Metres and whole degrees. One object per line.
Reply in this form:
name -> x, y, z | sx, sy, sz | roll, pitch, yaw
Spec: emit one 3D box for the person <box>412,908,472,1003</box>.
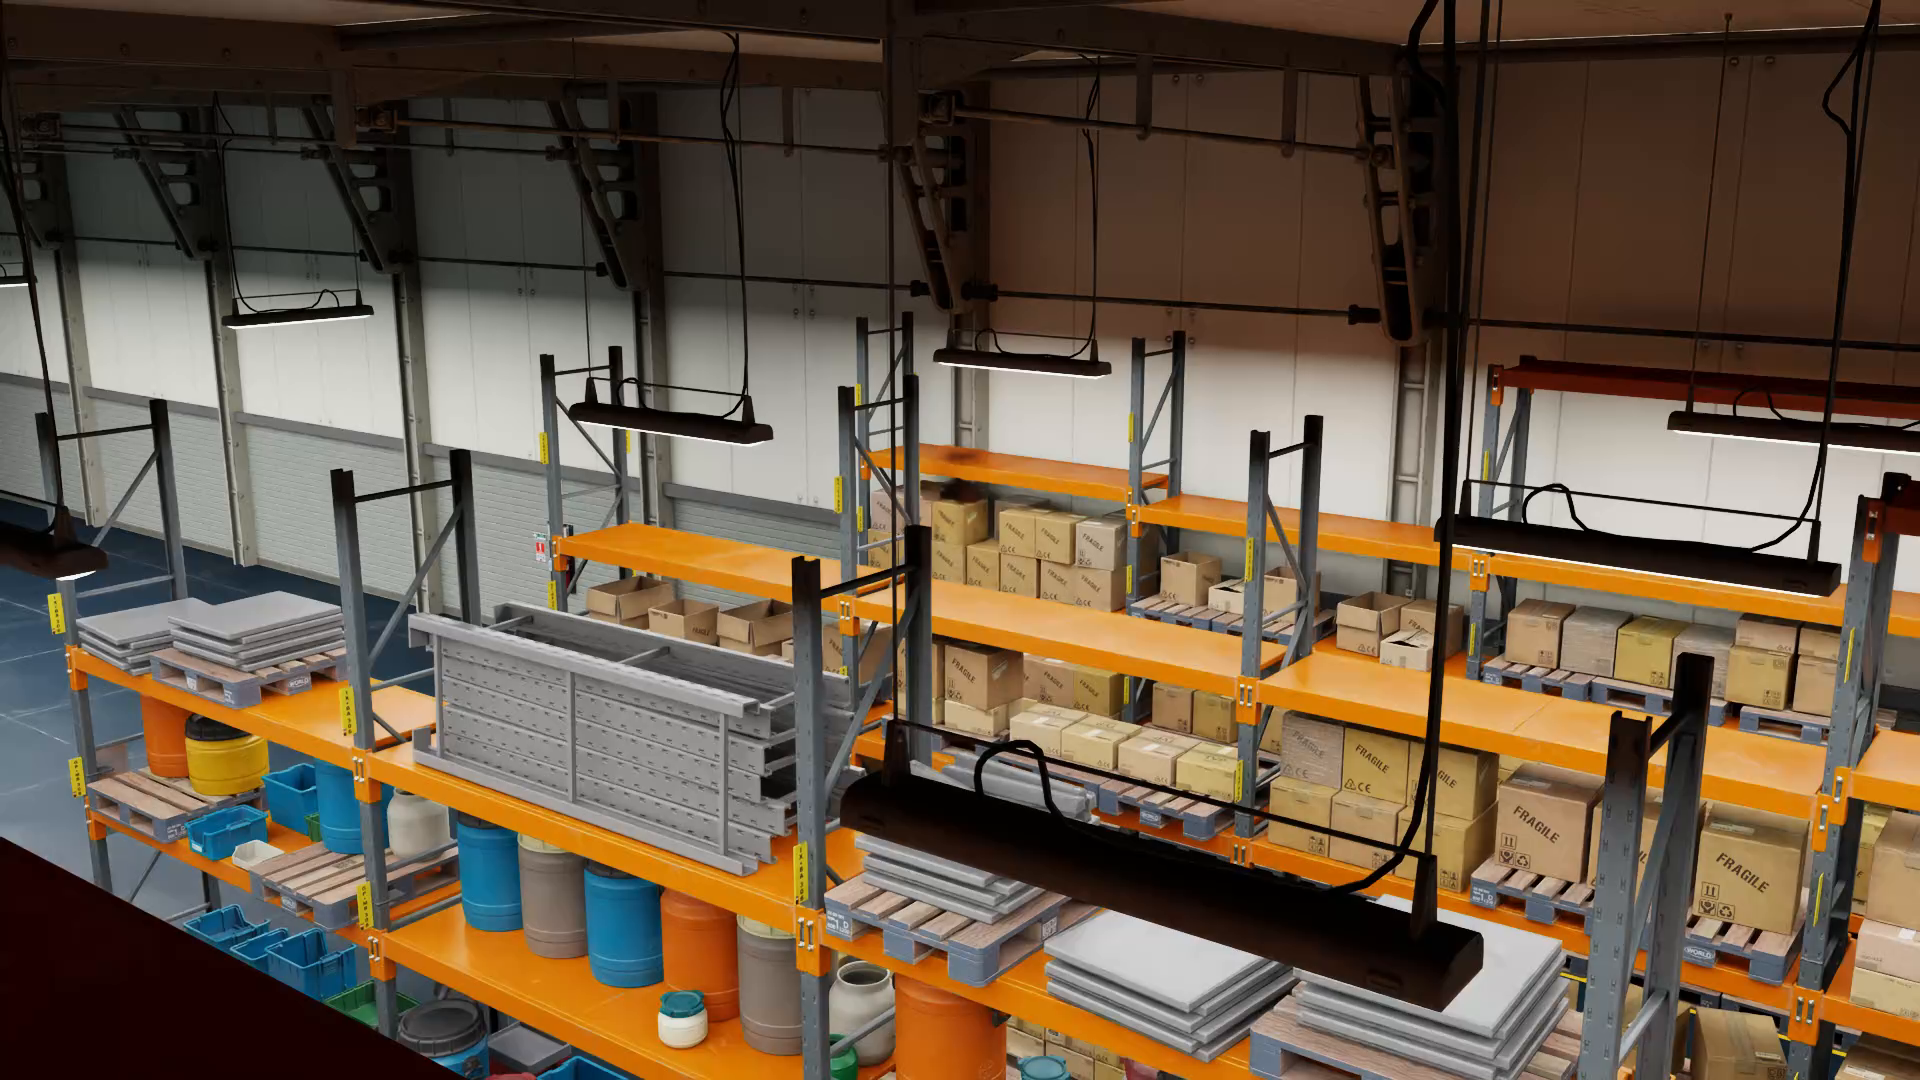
person -> -4.511, 3.945, 14.595 | 0.571, 1.654, 0.422 | -2, 13, -7
